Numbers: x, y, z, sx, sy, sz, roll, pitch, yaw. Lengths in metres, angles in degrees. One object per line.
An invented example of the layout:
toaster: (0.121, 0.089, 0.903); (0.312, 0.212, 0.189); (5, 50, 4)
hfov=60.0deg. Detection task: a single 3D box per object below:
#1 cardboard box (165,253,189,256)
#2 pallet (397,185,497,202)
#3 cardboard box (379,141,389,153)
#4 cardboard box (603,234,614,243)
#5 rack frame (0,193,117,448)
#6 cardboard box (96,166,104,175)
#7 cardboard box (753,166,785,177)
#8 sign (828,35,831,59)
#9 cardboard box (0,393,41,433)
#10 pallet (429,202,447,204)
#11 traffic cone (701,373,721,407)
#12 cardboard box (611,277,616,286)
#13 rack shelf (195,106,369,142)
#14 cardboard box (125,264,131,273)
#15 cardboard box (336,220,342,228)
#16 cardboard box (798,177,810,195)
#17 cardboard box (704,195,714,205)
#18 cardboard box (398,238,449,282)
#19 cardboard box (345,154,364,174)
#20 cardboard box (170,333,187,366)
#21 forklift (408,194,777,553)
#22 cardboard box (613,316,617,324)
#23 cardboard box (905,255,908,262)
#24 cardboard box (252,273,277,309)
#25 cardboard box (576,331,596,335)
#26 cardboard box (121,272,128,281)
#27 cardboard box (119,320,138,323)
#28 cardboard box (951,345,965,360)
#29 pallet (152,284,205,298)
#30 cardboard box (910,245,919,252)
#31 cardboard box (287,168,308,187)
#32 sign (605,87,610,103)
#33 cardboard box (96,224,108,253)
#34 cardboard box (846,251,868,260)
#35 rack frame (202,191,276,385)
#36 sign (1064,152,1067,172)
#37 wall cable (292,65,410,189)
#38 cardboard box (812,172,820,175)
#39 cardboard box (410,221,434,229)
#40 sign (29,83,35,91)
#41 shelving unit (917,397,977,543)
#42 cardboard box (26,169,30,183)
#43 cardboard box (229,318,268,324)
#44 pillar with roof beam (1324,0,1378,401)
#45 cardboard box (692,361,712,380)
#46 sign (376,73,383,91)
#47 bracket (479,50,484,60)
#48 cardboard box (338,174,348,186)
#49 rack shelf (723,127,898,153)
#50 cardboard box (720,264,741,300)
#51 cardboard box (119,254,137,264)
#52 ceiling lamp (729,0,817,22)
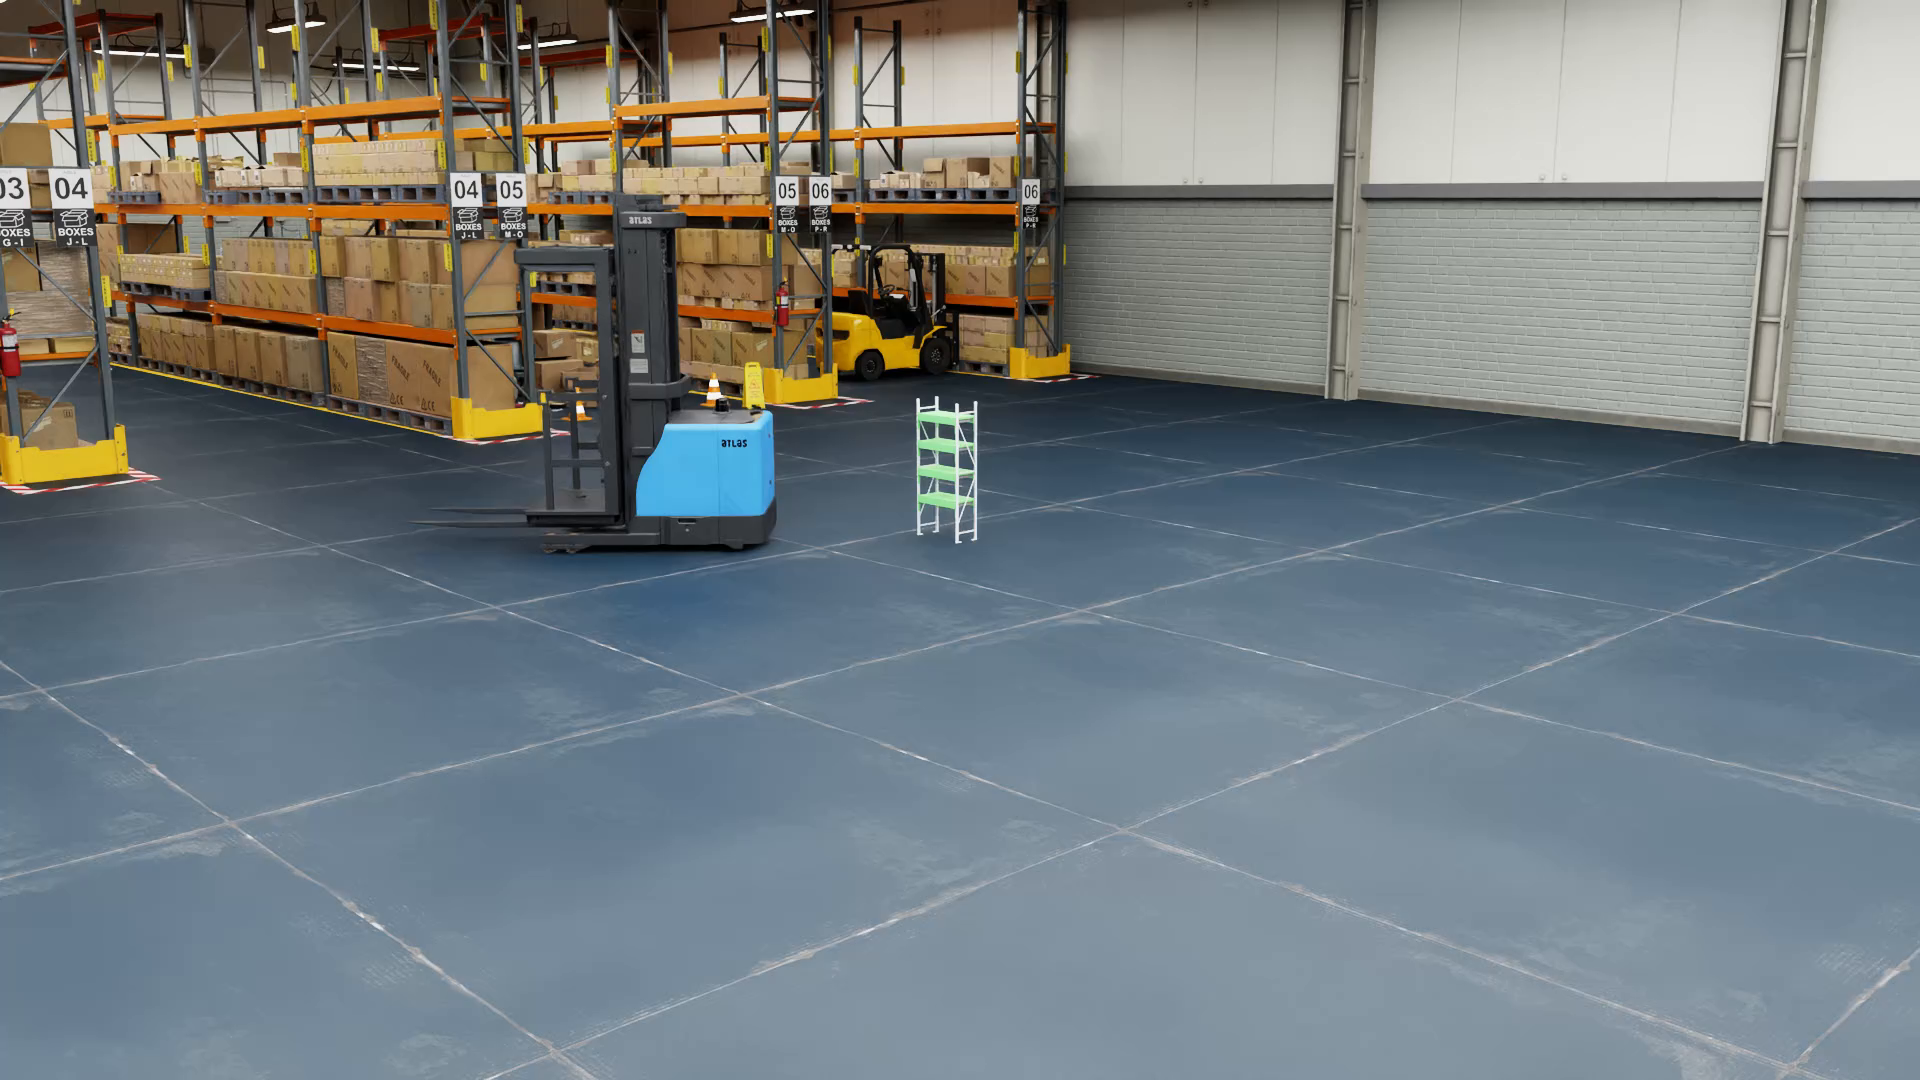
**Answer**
cardboard box: (-13.465, -4.862, 28.685); (0.250, 0.149, 0.380); (11, 16, 43)
pallet: (-6.303, -4.340, 20.828); (1.003, 0.211, 1.213); (-11, 16, -43)
cardboard box: (-7.139, -4.986, 21.103); (0.380, 0.149, 0.250); (-11, 16, -43)
cardboard box: (-5.929, -5.076, 27.981); (0.380, 0.149, 0.250); (-10, 15, -39)
rack frame: (-9.440, -2.131, 17.320); (1.000, 3.000, 0.127); (-11, 16, -43)
cardboard box: (-14.873, -6.469, 29.087); (0.380, 0.149, 0.250); (-11, 16, -43)
cardboard box: (-2.720, -5.257, 23.705); (0.380, 0.149, 0.250); (-11, 16, -42)
sign: (-1.880, -7.022, 23.683); (0.100, 0.325, 0.005); (-11, 16, -43)
cardboard box: (-10.715, -1.382, 18.840); (0.500, 0.500, 0.500); (-9, 15, -37)
pallet: (-9.055, -6.305, 30.617); (1.003, 0.211, 1.213); (-10, 15, -40)
traffic cone: (-3.503, -2.152, 23.711); (0.336, 0.463, 0.334); (-11, 16, -43)
cardboard box: (-5.590, -4.215, 27.018); (0.380, 0.149, 0.250); (-11, 16, -42)
rack shelf: (-9.927, -6.073, 24.361); (1.077, 0.370, 4.000); (-11, 16, -43)
cardboard box: (-13.950, -4.628, 28.285); (0.380, 0.149, 0.250); (-11, 16, -44)
cardboard box: (-12.534, -6.464, 34.018); (0.380, 0.149, 0.250); (-11, 16, -42)
cardboard box: (-2.427, -5.164, 24.242); (0.500, 0.250, 0.500); (-11, 16, -44)
cardboard box: (-3.586, -5.062, 24.736); (0.250, 0.149, 0.380); (11, 16, 44)
cardboard box: (-6.746, -3.637, 21.584); (0.875, 0.550, 0.550); (-11, 16, -43)
cardboard box: (-7.712, -4.930, 21.818); (0.500, 0.250, 0.500); (-11, 16, -43)
cardboard box: (-12.684, -3.167, 27.504); (0.500, 0.500, 0.500); (11, 16, 43)
forklift: (-3.147, -1.435, 14.114); (3.031, 2.935, 1.130); (0, 12, 0)
cardboard box: (-7.569, -4.805, 36.325); (0.250, 0.149, 0.380); (11, 16, 43)
cardboard box: (-0.741, -4.915, 28.978); (0.380, 0.149, 0.250); (-11, 16, -43)
cardboard box: (-10.149, -3.700, 24.690); (0.500, 0.500, 0.500); (-11, 16, -43)
cardboard box: (-6.899, -3.408, 28.989); (0.950, 0.372, 0.625); (-11, 16, -44)
cardboard box: (-14.131, -4.520, 28.497); (0.250, 0.149, 0.380); (11, 16, 42)
cardboard box: (-15.420, -4.004, 30.964); (0.250, 0.149, 0.380); (11, 16, 43)
cardboard box: (0.086, -3.236, 28.457); (0.500, 0.250, 0.500); (-11, 16, -42)
pallet: (-12.704, -4.164, 27.665); (1.003, 0.211, 1.213); (-11, 16, -43)
cardboard box: (-0.711, -5.065, 28.969); (0.380, 0.149, 0.250); (-11, 16, -43)
cardboard box: (-9.149, -5.122, 23.489); (0.500, 0.250, 0.500); (-11, 16, -42)
sign: (-7.377, -9.317, 34.822); (0.100, 0.325, 0.005); (-11, 16, -43)
cardboard box: (-14.951, -5.349, 29.476); (0.500, 0.500, 0.500); (11, 16, 43)
cardboard box: (-1.844, -5.173, 30.233); (0.380, 0.149, 0.250); (-10, 15, -41)
rack frame: (-11.308, -3.975, 26.271); (1.000, 3.000, 0.127); (-11, 16, -43)
sign: (1.720, -6.217, 27.356); (0.100, 0.325, 0.005); (-11, 16, -43)
wall cable: (-14.867, -10.082, 40.951); (2.988, 3.039, 0.133); (-11, 16, -43)
cardboard box: (-2.654, -6.652, 30.762); (0.500, 0.311, 0.500); (11, 16, 43)
cardboard box: (-10.590, -6.202, 32.747); (0.380, 0.149, 0.250); (-11, 16, -43)
sign: (-17.225, -8.501, 30.863); (0.100, 0.325, 0.005); (-11, 16, -43)
shelving unit: (-0.114, -0.612, 14.408); (0.258, 1.200, 0.503); (-11, 16, -43)
cardboard box: (-9.836, -3.865, 17.689); (0.380, 0.149, 0.250); (-11, 16, -44)
cardboard box: (-11.609, -3.458, 27.057); (0.500, 0.250, 0.500); (11, 16, 43)
pillar with roof beam: (2.516, -5.894, 20.719); (9.100, 9.000, 0.400); (-11, 16, -43)
cardboard box: (-3.743, -2.604, 25.388); (0.500, 0.250, 0.500); (11, 16, 43)
sign: (-10.978, -8.663, 31.450); (0.100, 0.325, 0.005); (-11, 16, -43)
bracket: (-11.488, -11.771, 40.322); (0.235, 0.232, 0.430); (-11, 16, -43)
cardboard box: (-8.016, -4.781, 22.082); (0.380, 0.149, 0.250); (-11, 16, -43)
rack shelf: (-2.829, -7.470, 31.141); (1.077, 0.370, 4.000); (-11, 16, -43)
cardboard box: (-3.189, -3.821, 24.539); (0.500, 0.500, 0.500); (-11, 16, -42)
cardboard box: (-14.131, -4.811, 28.437); (0.380, 0.149, 0.250); (-10, 15, -40)
ceiling lamp: (-2.942, -10.259, 27.438); (0.800, 3.185, 2.000); (-11, 16, -43)
